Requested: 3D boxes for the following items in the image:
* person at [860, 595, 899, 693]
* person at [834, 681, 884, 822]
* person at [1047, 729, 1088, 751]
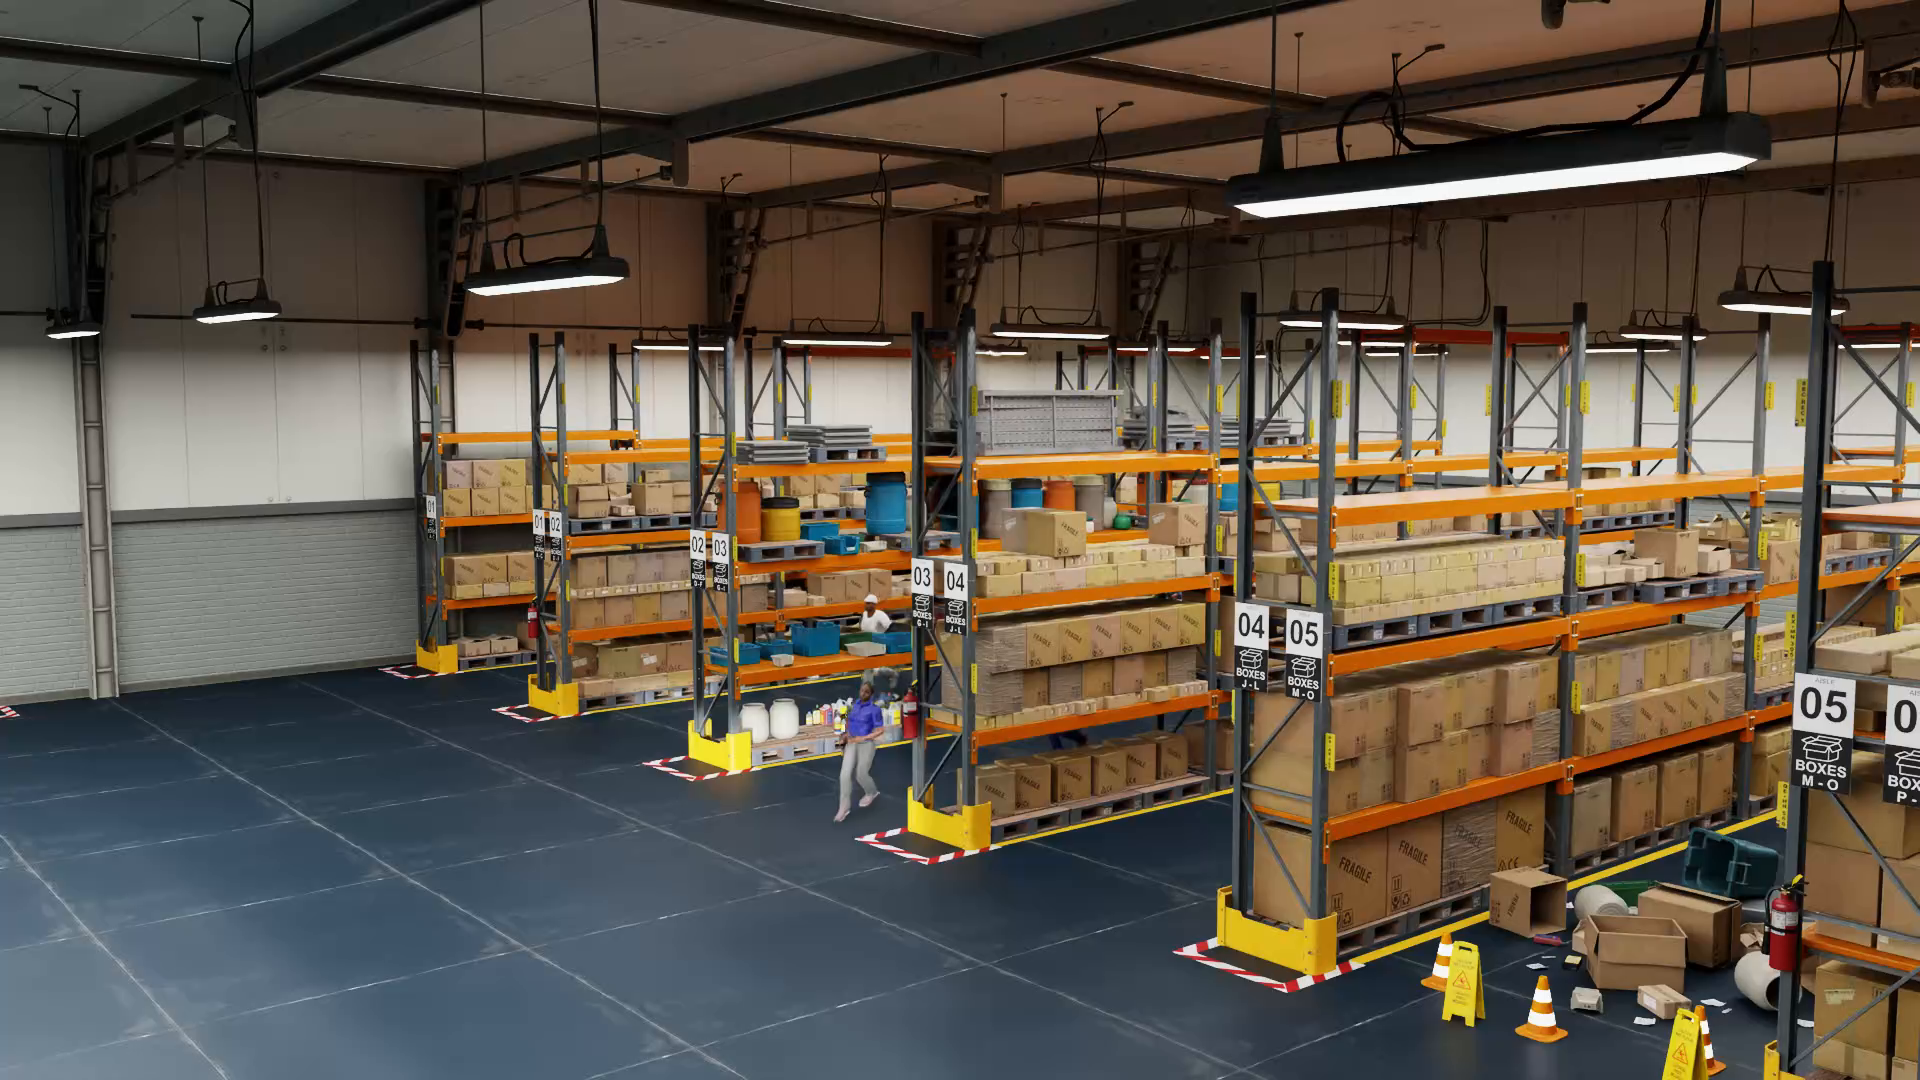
[{"bbox_3d":[-1.381,1.765,27.461,0.726,1.749,0.898,5,7,45],"label":"person"},{"bbox_3d":[-1.148,2.513,19.953,0.597,1.664,0.779,3,6,30],"label":"person"},{"bbox_3d":[1.455,2.243,22.982,0.599,1.595,0.608,-5,7,-40],"label":"person"}]
